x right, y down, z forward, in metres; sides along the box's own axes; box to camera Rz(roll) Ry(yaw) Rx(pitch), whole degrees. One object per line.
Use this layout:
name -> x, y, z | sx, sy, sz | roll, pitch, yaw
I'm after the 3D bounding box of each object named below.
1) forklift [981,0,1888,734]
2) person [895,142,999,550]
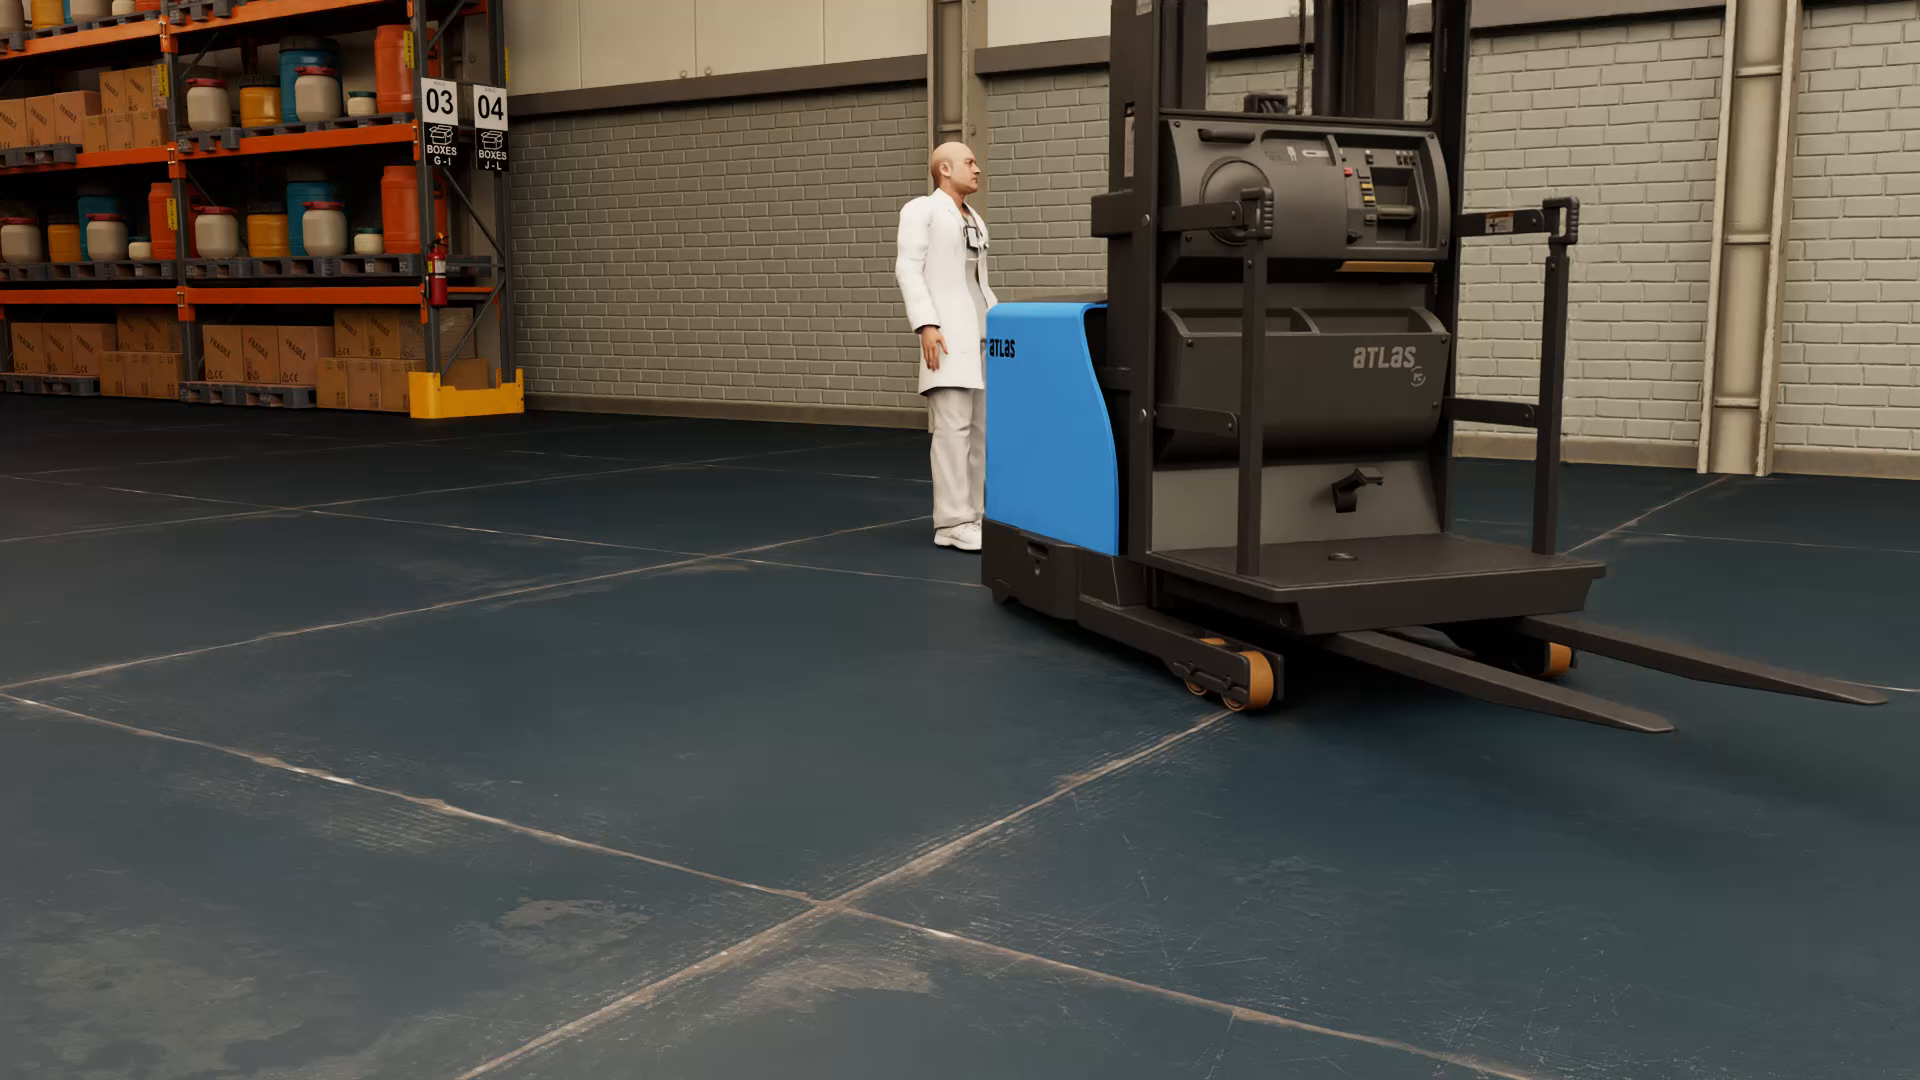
forklift -> 1.112, -1.062, 4.663 | 1.130, 2.935, 3.031 | -3, 9, -22
person -> 0.072, -0.880, 7.424 | 0.581, 1.776, 0.696 | 5, 10, 34
